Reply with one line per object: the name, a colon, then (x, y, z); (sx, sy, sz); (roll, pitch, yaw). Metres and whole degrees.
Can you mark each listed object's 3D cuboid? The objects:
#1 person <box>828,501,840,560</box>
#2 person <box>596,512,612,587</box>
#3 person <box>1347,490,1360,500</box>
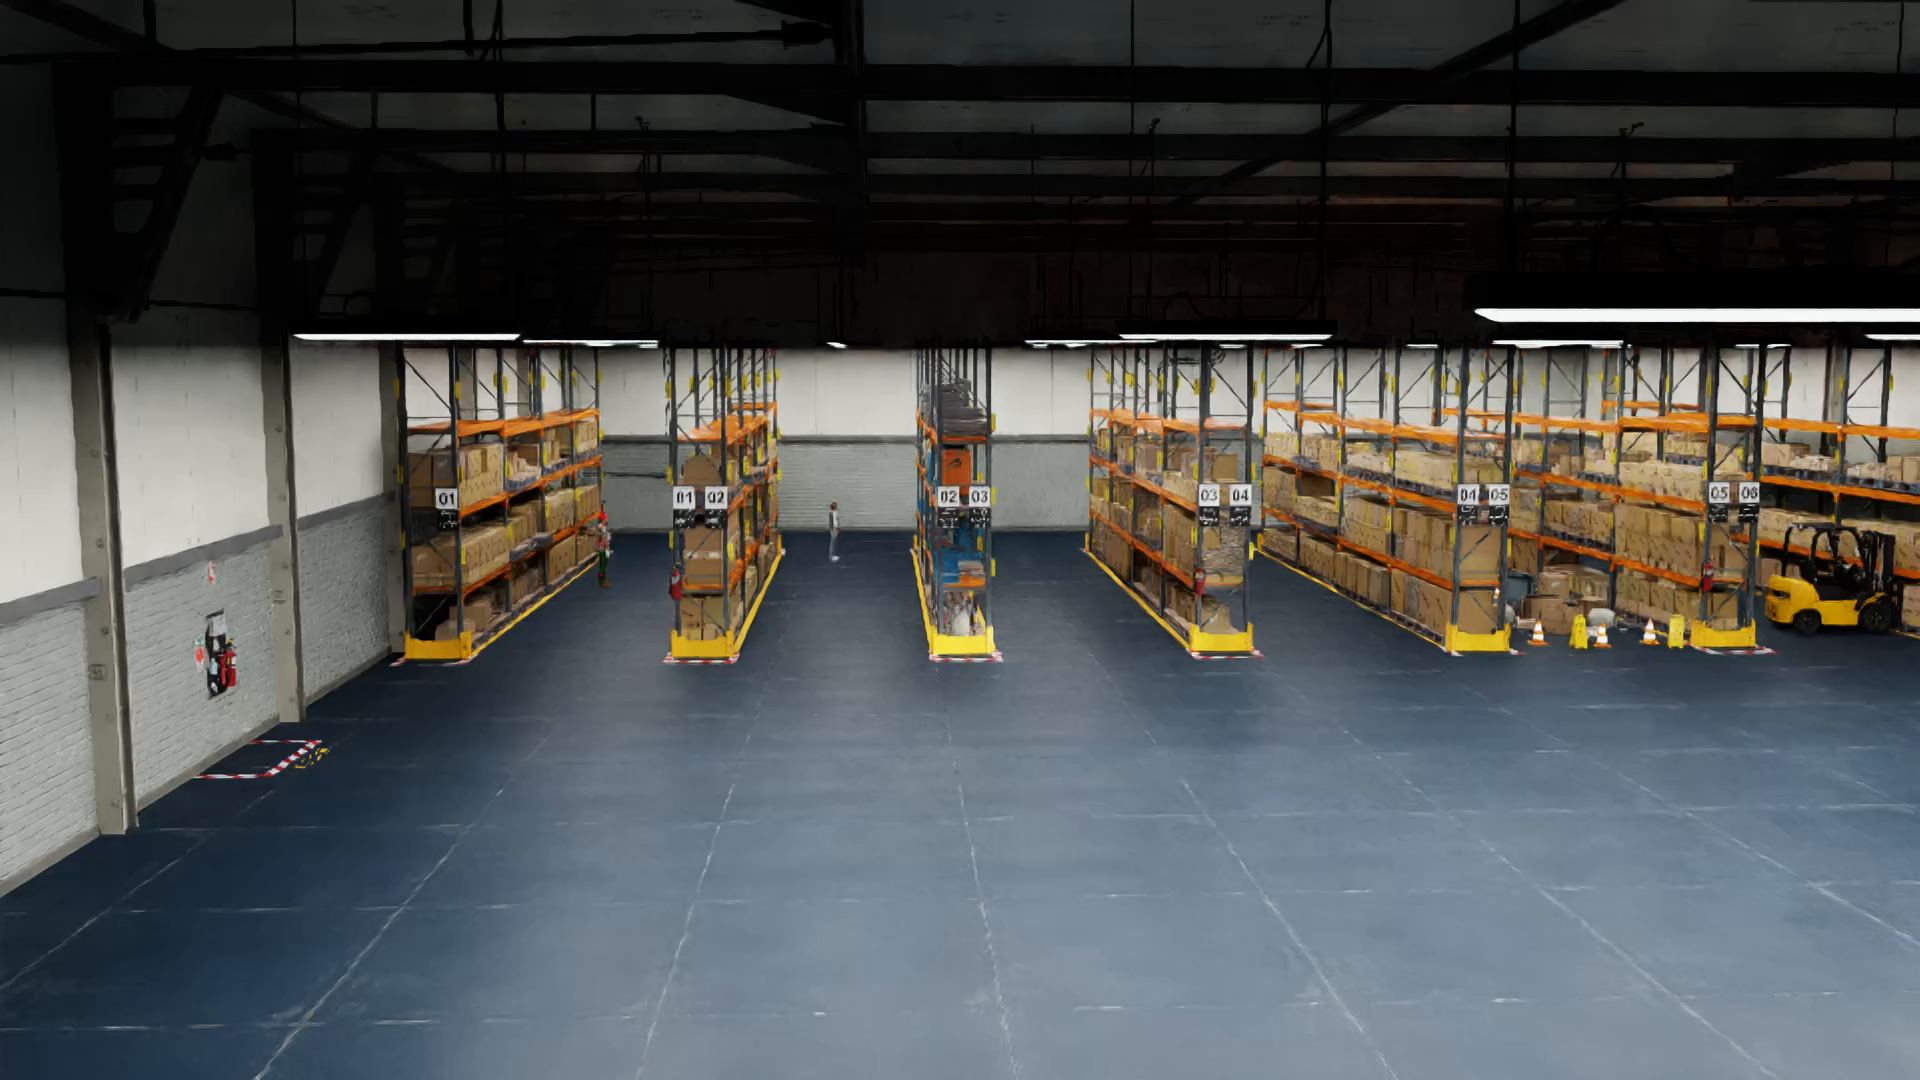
person: (-3.461, -0.269, 45.632); (0.344, 1.602, 0.555); (-2, 7, -13)
person: (-8.639, 0.225, 40.443); (0.392, 1.786, 0.659); (-3, 7, -23)
person: (11.840, -0.727, 49.901); (0.625, 1.596, 0.510); (-1, 7, -5)
